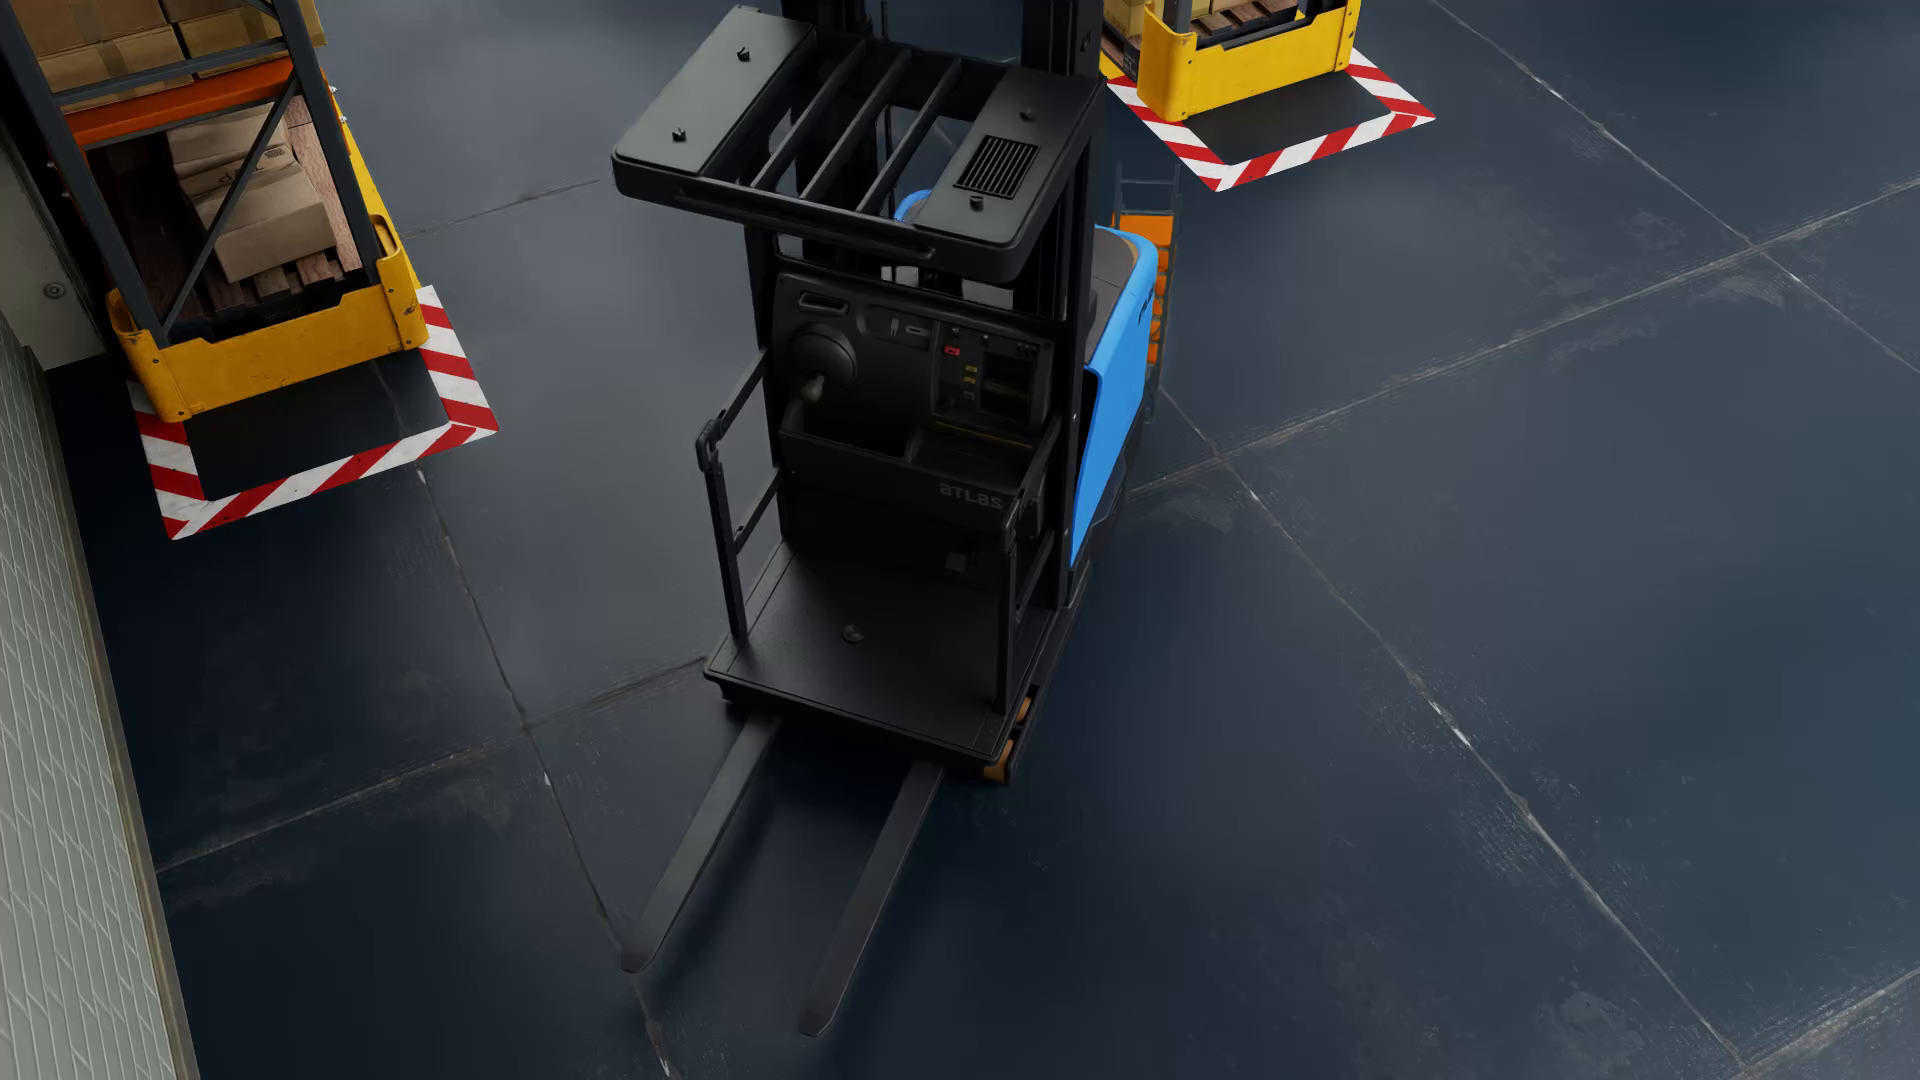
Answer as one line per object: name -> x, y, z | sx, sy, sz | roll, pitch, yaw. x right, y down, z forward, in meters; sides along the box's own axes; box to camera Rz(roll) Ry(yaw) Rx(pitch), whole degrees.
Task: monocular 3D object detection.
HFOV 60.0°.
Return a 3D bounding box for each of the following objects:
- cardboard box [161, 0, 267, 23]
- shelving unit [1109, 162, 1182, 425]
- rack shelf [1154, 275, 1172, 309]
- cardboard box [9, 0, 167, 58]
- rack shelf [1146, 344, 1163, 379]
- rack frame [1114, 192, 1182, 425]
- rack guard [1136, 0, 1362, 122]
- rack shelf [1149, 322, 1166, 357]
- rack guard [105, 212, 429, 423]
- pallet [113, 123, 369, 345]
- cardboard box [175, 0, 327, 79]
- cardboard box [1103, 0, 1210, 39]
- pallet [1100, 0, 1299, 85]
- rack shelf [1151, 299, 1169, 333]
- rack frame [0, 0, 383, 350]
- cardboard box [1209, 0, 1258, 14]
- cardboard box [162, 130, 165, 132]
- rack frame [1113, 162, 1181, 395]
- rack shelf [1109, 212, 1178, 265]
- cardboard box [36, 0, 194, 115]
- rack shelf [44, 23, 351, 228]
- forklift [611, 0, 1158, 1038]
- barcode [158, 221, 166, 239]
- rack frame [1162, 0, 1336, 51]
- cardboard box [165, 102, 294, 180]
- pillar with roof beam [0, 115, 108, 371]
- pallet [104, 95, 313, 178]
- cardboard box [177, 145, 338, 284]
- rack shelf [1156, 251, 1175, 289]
cardboard box -> -2.868, -2.360, 6.302 | 0.500, 0.500, 0.500 | -21, 52, -17
shelving unit -> 0.709, -0.961, 6.686 | 0.258, 1.200, 0.189 | 3, 49, 2
rack shelf -> 0.709, -1.011, 6.629 | 0.258, 0.103, 0.180 | 3, 49, 2
cardboard box -> -3.322, -2.179, 6.144 | 0.500, 0.500, 0.500 | -22, 52, -18
rack shelf -> 0.709, -0.774, 6.900 | 0.258, 0.103, 0.180 | 3, 49, 2
rack frame -> 0.703, -0.892, 6.626 | 0.240, 1.200, 0.006 | 3, 49, 2
rack guard -> 1.497, -2.603, 8.587 | 1.175, 0.500, 0.348 | -21, 52, -18
rack shelf -> 0.709, -0.853, 6.810 | 0.258, 0.103, 0.180 | 3, 49, 2
rack guard -> -2.952, -0.961, 7.151 | 1.175, 0.500, 0.348 | -21, 52, -18
pallet -> -3.292, -1.422, 7.746 | 1.003, 0.211, 1.213 | -21, 52, -18
cardboard box -> -2.858, -2.126, 6.596 | 0.500, 0.250, 0.500 | -23, 53, -19
cardboard box -> 0.978, -2.932, 8.762 | 0.500, 0.250, 0.500 | -21, 52, -18
pallet -> 1.099, -3.021, 9.145 | 1.003, 0.211, 1.213 | -21, 52, -18
rack shelf -> 0.709, -0.932, 6.720 | 0.258, 0.103, 0.180 | 3, 49, 2
rack frame -> -2.917, -1.733, 6.166 | 1.000, 3.000, 0.127 | -21, 52, -18
cardboard box -> 1.438, -3.110, 8.918 | 0.500, 0.250, 0.500 | -21, 52, -18
cardboard box -> -3.706, -2.439, 8.151 | 0.700, 0.500, 0.500 | -24, 53, -20
rack frame -> 0.715, -1.030, 6.746 | 0.240, 1.200, 0.006 | 3, 49, 2
rack shelf -> 0.709, -1.169, 6.449 | 0.258, 0.103, 0.180 | 3, 49, 2
cardboard box -> -3.303, -1.936, 6.430 | 0.500, 0.250, 0.500 | -20, 52, -17
rack shelf -> -3.832, -2.835, 7.607 | 1.077, 0.370, 4.000 | -21, 52, -18
forklift -> -0.227, -0.468, 5.105 | 1.130, 2.935, 3.031 | 15, 51, 13
barcode -> -3.517, -1.364, 7.331 | 0.001, 0.075, 0.075 | -21, 52, -18
rack frame -> 1.486, -3.442, 7.660 | 1.000, 3.000, 0.127 | -21, 52, -18
cardboard box -> -3.414, -1.868, 7.778 | 0.500, 0.311, 0.500 | -17, 51, -15
pillar with roof beam -> -0.178, -5.361, 5.353 | 9.100, 9.000, 0.400 | -21, 52, -18
pallet -> -3.846, -2.237, 8.459 | 1.003, 0.211, 1.213 | -21, 52, -18
cardboard box -> -3.153, -1.487, 7.444 | 0.500, 0.311, 0.500 | -27, 54, -21
rack shelf -> 0.709, -1.090, 6.539 | 0.258, 0.103, 0.180 | 3, 49, 2
